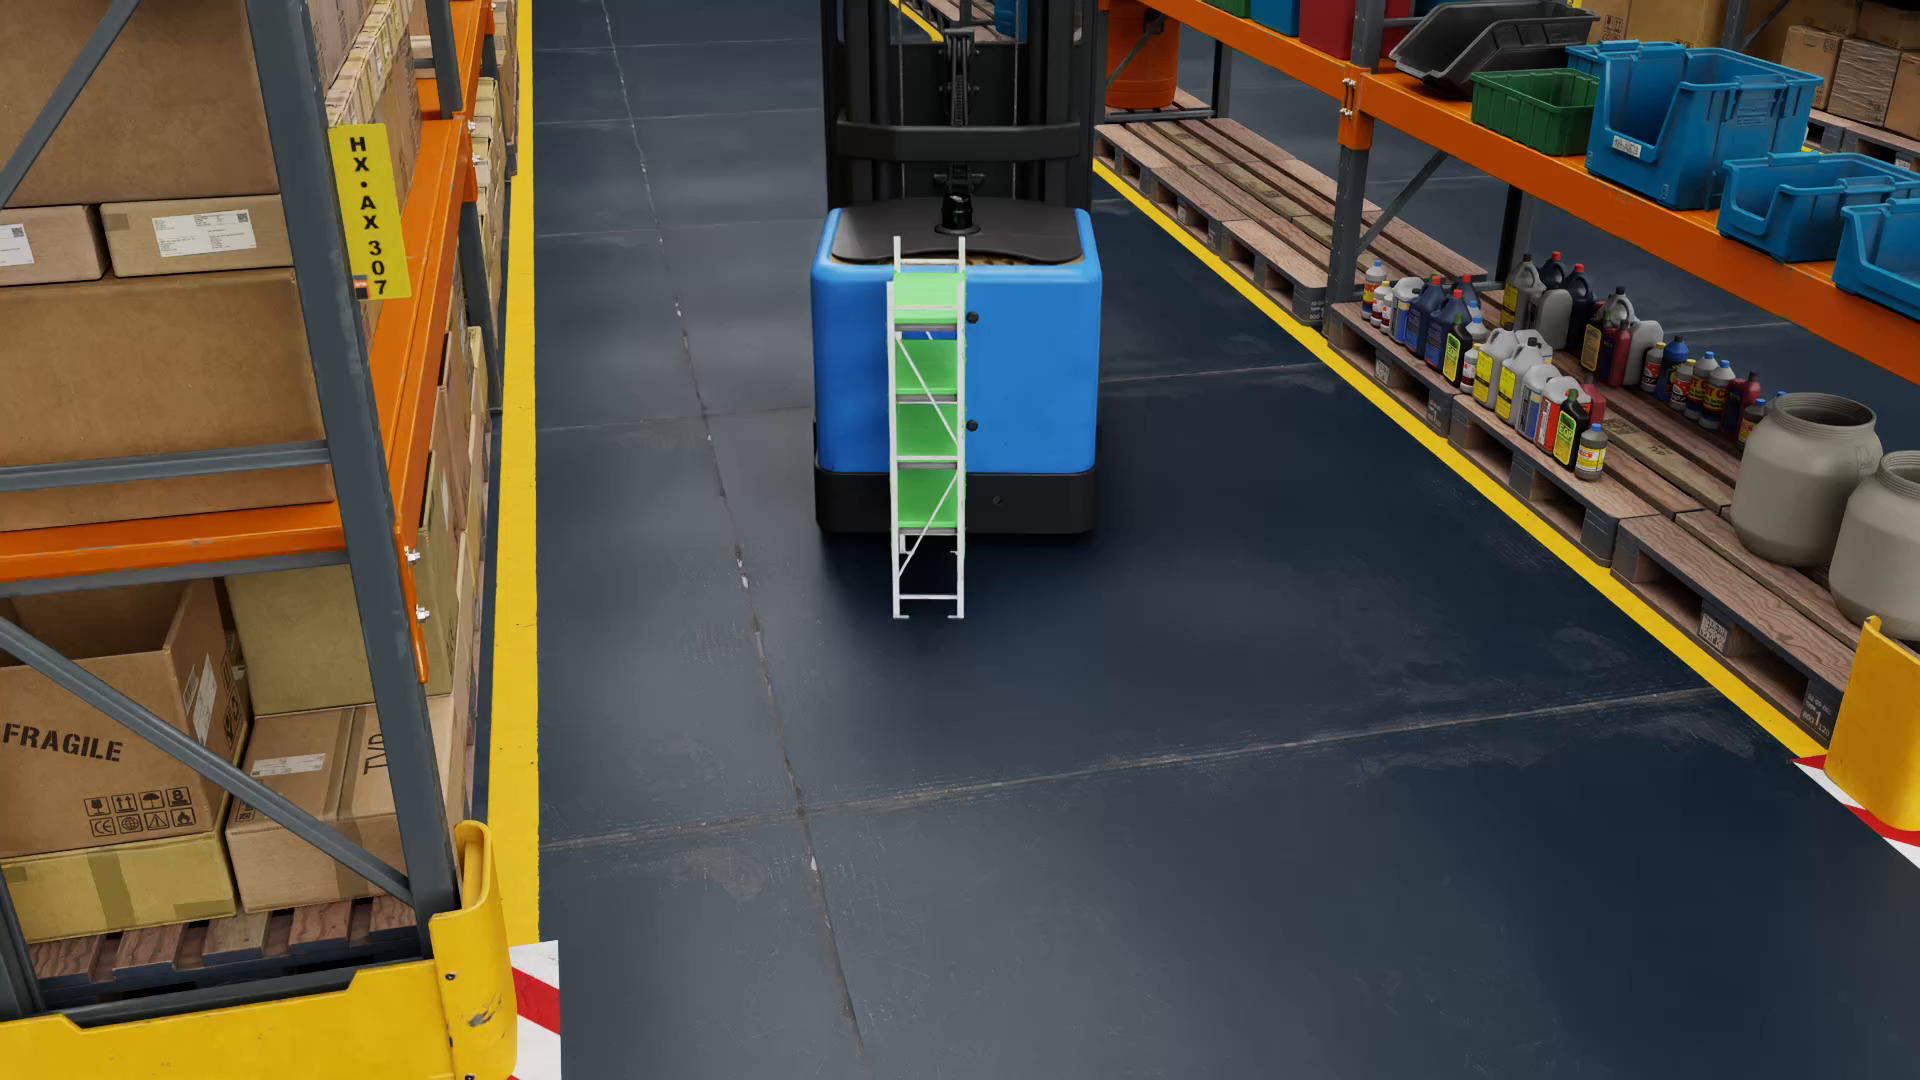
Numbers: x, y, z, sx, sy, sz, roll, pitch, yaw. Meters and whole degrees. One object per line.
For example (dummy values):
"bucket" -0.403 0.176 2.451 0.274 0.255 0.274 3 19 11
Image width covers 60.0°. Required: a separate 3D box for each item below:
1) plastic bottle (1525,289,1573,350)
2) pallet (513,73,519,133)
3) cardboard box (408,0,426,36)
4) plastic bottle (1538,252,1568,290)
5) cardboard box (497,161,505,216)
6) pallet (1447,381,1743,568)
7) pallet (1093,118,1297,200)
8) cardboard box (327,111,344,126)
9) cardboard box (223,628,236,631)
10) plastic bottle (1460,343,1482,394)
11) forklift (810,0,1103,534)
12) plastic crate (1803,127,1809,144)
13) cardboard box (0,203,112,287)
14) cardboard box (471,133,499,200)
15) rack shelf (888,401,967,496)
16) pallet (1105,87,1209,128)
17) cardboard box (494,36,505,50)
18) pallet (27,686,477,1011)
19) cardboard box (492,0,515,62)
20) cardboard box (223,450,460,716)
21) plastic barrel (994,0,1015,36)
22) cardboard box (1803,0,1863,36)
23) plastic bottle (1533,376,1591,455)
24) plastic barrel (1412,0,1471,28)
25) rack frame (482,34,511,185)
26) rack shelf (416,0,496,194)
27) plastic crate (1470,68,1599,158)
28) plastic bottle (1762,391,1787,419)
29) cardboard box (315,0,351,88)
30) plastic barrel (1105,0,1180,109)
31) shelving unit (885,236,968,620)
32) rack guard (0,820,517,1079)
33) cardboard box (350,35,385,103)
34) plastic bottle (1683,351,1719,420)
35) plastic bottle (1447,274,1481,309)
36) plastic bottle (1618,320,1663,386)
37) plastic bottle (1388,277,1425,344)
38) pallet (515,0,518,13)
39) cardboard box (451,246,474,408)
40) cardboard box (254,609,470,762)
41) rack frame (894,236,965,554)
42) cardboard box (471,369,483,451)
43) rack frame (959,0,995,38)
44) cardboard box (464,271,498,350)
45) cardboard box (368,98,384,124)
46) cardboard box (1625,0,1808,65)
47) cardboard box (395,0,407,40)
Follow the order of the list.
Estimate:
"plastic bottle" 2.628 -0.999 7.435 0.152 0.276 0.135 -6 27 -12
"pallet" -3.833 -3.258 12.472 1.003 0.211 1.213 -6 27 -12
"cardboard box" -2.805 -2.496 7.755 0.500 0.500 0.500 -4 27 -8
"plastic bottle" 2.724 -1.143 7.637 0.144 0.351 0.185 -7 28 -13
"cardboard box" -2.844 -1.944 9.358 0.500 0.250 0.500 -5 27 -10
"pallet" 2.687 -0.302 6.614 1.003 0.211 1.213 -6 27 -12
"pallet" 1.533 -2.550 11.067 1.003 0.211 1.213 -6 27 -12
"cardboard box" -1.623 -0.879 3.831 0.380 0.149 0.250 -6 27 -11
"cardboard box" -2.275 0.272 4.968 0.500 0.250 0.500 -6 27 -12
"plastic bottle" 2.159 -0.724 6.972 0.097 0.201 0.097 0 27 0
"forklift" 0.001 -1.951 6.862 1.130 2.935 3.031 0 27 1
"plastic crate" 2.910 -1.578 6.340 0.530 0.136 0.437 -6 27 -12
"cardboard box" -1.899 -0.608 3.295 0.380 0.149 0.250 -6 27 -12
"cardboard box" -2.727 -1.973 8.793 0.500 0.311 0.500 -5 27 -10
"rack shelf" -0.106 -0.319 5.693 0.258 0.148 0.480 0 27 1
"pallet" 1.178 -3.236 12.426 1.003 0.211 1.213 -6 27 -12
"cardboard box" -3.378 -3.176 11.499 0.500 0.500 0.500 -7 28 -13
"pallet" -1.841 0.788 4.454 1.003 0.211 1.213 -6 27 -12
"cardboard box" -3.838 -4.068 13.267 0.500 0.500 0.500 -6 27 -11
"cardboard box" -1.646 0.103 4.471 0.500 0.500 0.500 -6 27 -12
"plastic barrel" 0.601 -4.905 14.501 0.600 0.901 0.708 -6 27 -12
"cardboard box" 6.402 -3.766 11.836 0.500 0.250 0.500 -5 27 -9
"plastic bottle" 2.328 -0.482 6.411 0.152 0.276 0.135 -6 27 -11
"plastic barrel" 2.506 -2.807 7.926 0.600 0.901 0.708 -6 27 -12
"rack frame" -3.430 -3.637 10.127 1.000 3.000 0.127 -6 27 -12
"rack shelf" -2.980 -2.438 8.550 1.077 0.370 4.000 -6 27 -12
"plastic crate" 2.329 -1.663 6.452 0.450 0.188 0.662 -6 27 -12
"plastic bottle" 3.094 -0.433 6.318 0.097 0.271 0.097 0 27 0
"cardboard box" -1.970 -1.430 4.204 0.700 0.500 0.500 -6 27 -11
"plastic barrel" 1.269 -3.570 11.937 0.600 0.830 0.708 -6 27 -12
"shelving unit" -0.106 -0.377 5.664 0.258 1.200 0.503 0 27 1
"rack guard" -1.622 1.001 3.712 1.175 0.500 0.348 -6 27 -12
"cardboard box" -1.852 -1.328 4.722 0.380 0.149 0.250 -6 27 -11
"plastic bottle" 2.994 -0.627 6.703 0.097 0.271 0.097 0 27 0
"plastic bottle" 2.216 -1.015 7.383 0.144 0.351 0.185 -6 27 -12
"plastic bottle" 2.872 -0.812 7.064 0.152 0.276 0.135 -5 27 -11
"plastic bottle" 2.042 -1.040 7.515 0.152 0.276 0.135 -5 27 -10
"pallet" -5.036 -5.521 16.955 1.003 0.211 1.213 -6 27 -12
"cardboard box" -2.110 -0.774 6.208 0.500 0.500 0.500 -6 27 -12
"cardboard box" -1.648 0.438 4.639 0.500 0.250 0.500 -6 27 -12
"rack frame" -0.103 -0.486 5.882 0.240 1.200 0.015 0 27 1
"cardboard box" -2.109 -0.439 6.377 0.500 0.250 0.500 -6 27 -12
"rack frame" 0.495 -5.895 14.600 1.000 3.000 0.127 -6 27 -12
"cardboard box" -2.379 -1.043 7.574 0.500 0.250 0.500 -7 28 -13
"cardboard box" -2.072 -1.055 4.901 0.700 0.500 0.500 -5 27 -10
"cardboard box" 6.087 -4.186 13.106 1.225 0.875 0.875 -7 28 -14
"cardboard box" -2.084 -1.779 5.615 0.380 0.149 0.250 -6 27 -12
